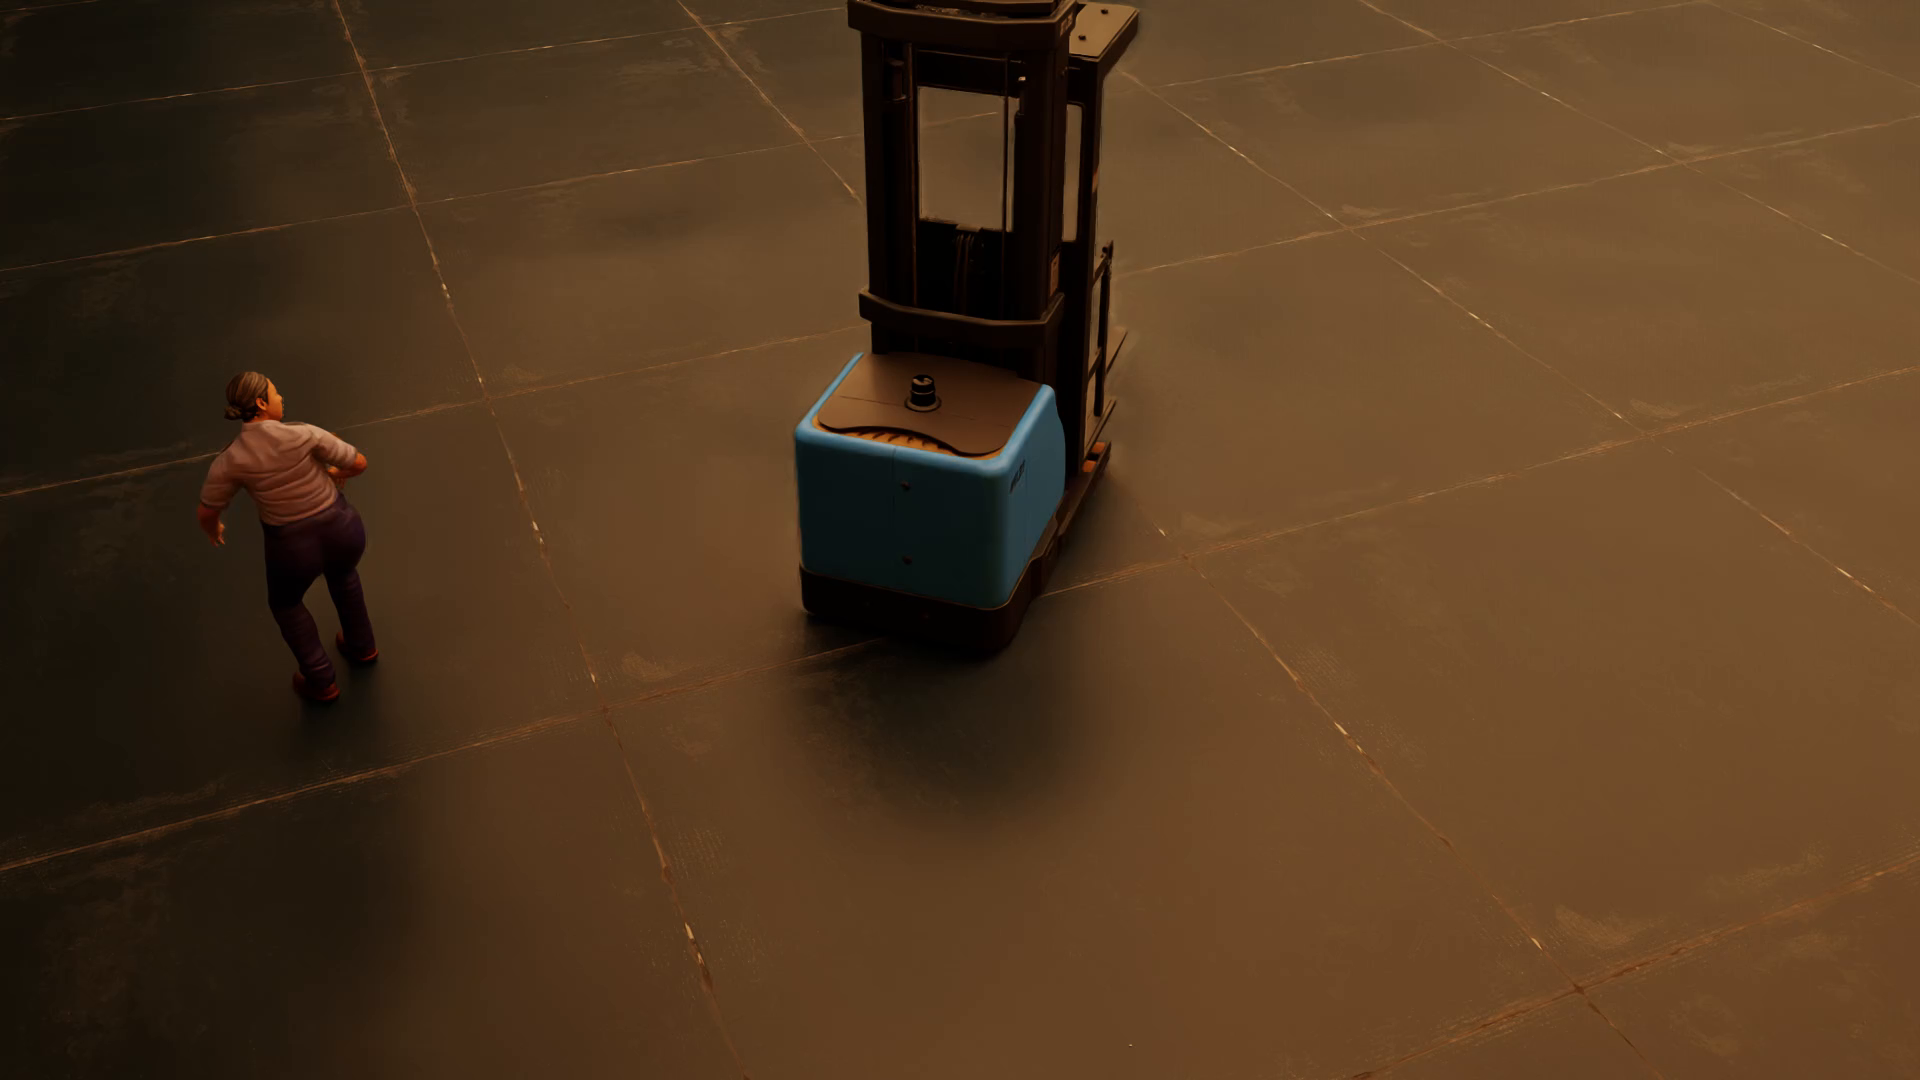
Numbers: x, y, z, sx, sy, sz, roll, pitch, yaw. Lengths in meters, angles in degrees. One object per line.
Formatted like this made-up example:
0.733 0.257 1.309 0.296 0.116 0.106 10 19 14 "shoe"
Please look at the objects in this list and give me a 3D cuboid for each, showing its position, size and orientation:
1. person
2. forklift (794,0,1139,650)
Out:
-2.921 -0.021 7.303 0.708 1.602 0.499 -22 41 -27 "person"
0.193 -1.531 8.251 1.130 2.935 3.031 11 37 15 "forklift"
